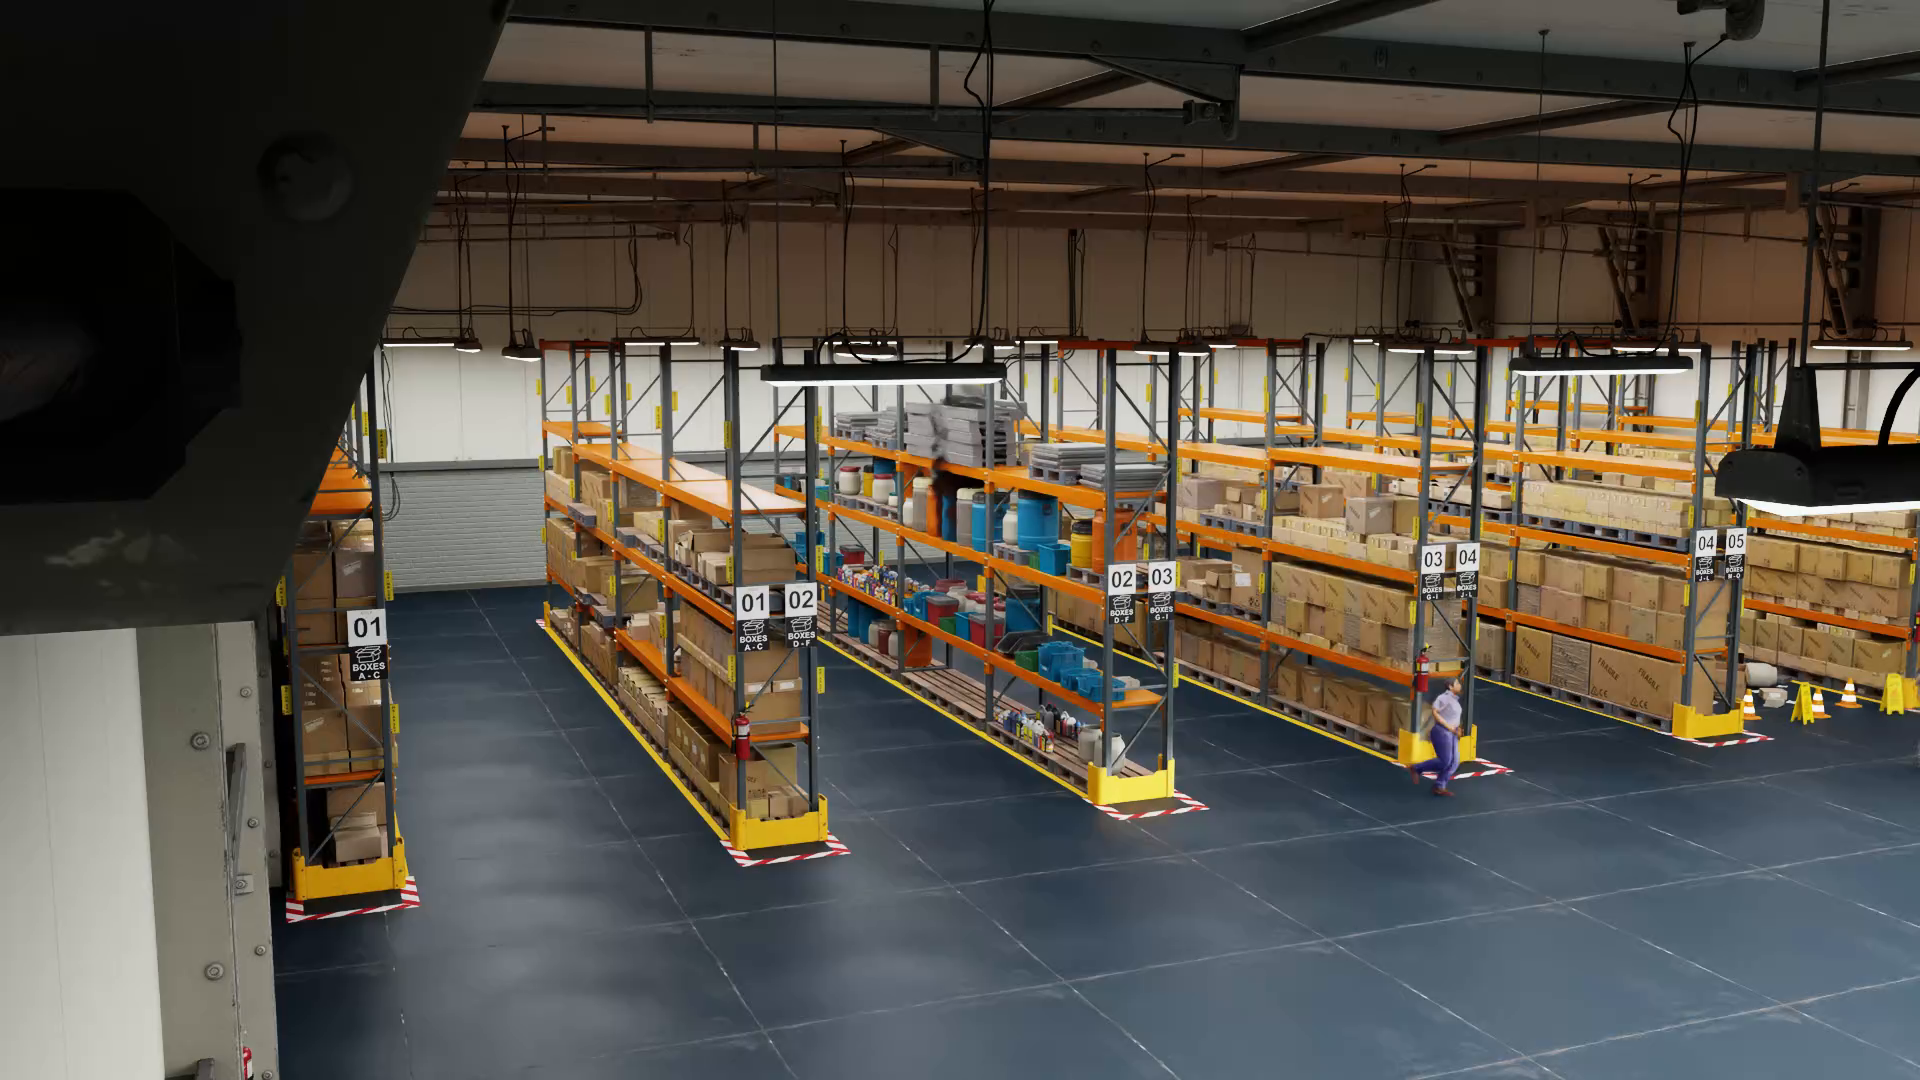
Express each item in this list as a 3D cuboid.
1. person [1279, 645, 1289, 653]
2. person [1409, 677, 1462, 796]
[{"bbox_3d":[6.141,1.475,30.785,0.696,1.740,0.652,-3,8,-22],"label":"person"},{"bbox_3d":[6.522,2.635,22.636,0.614,1.568,0.681,5,9,35],"label":"person"}]
